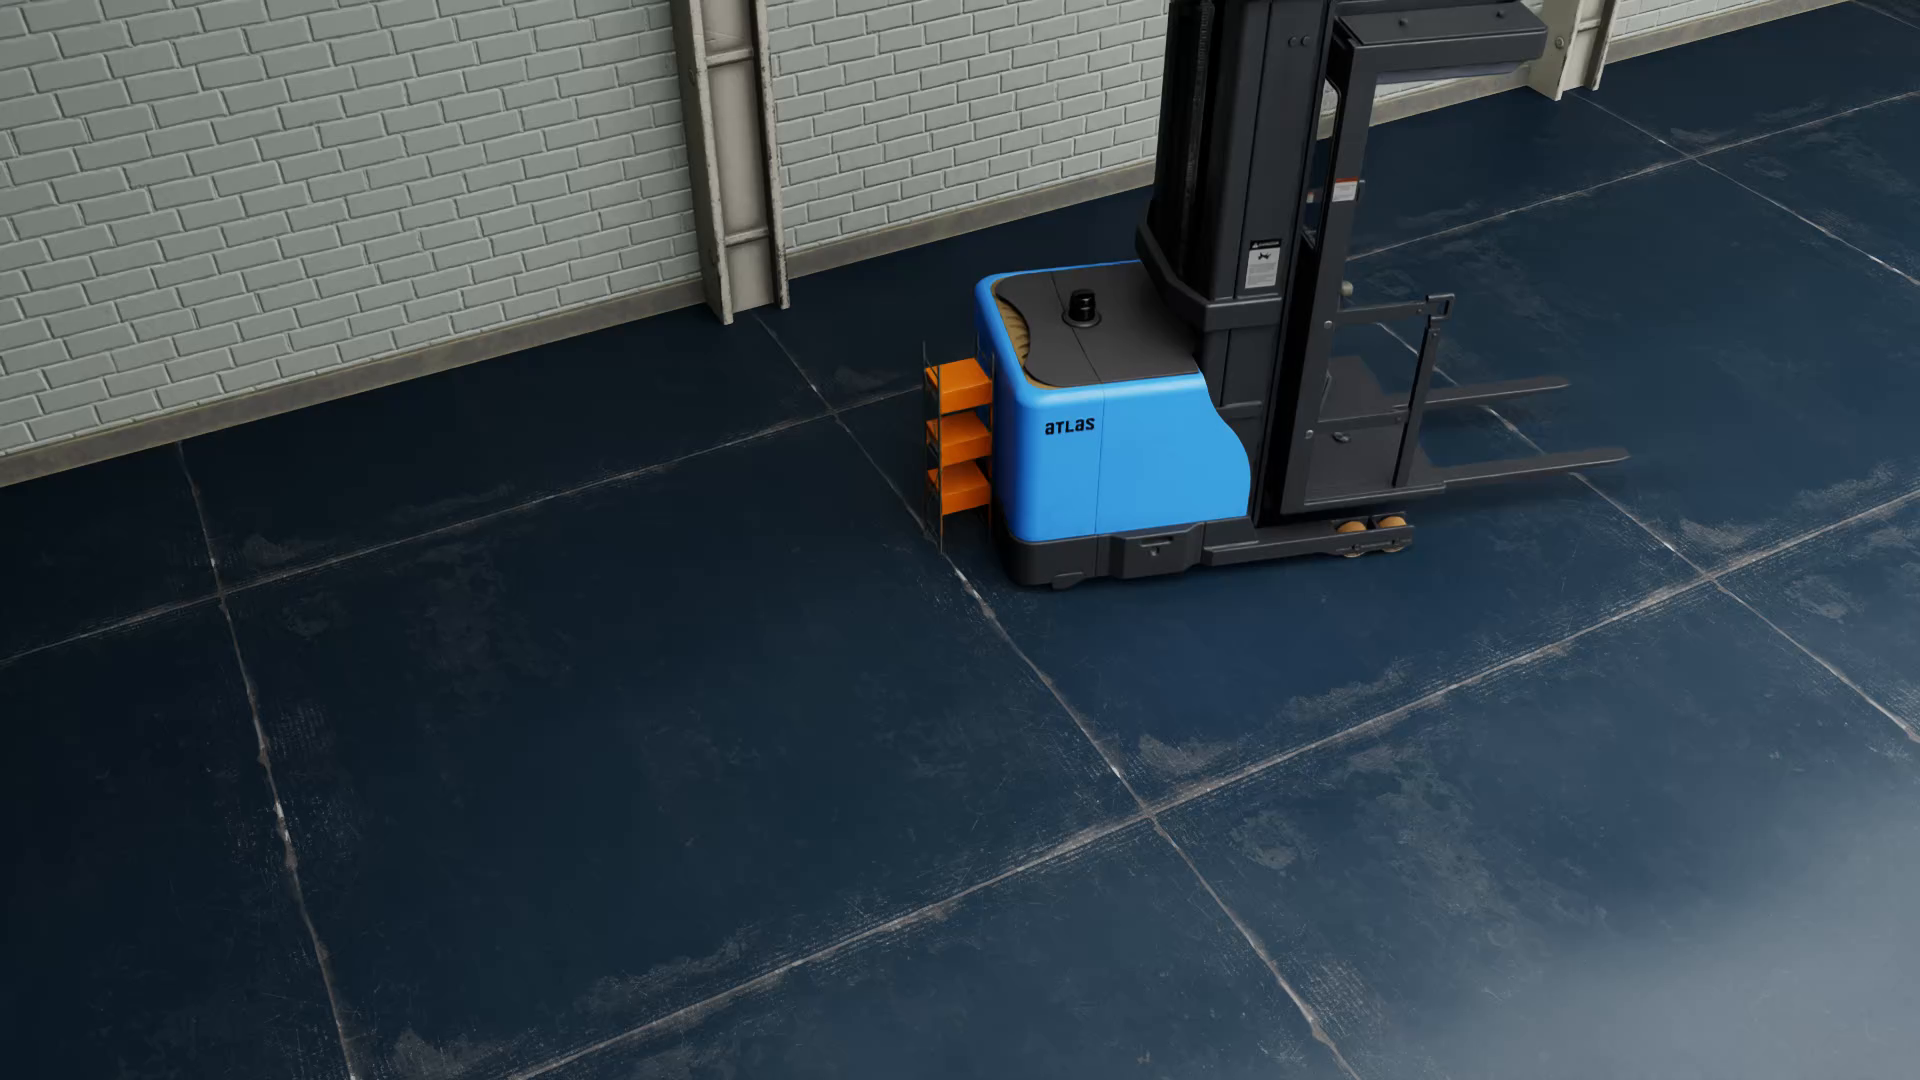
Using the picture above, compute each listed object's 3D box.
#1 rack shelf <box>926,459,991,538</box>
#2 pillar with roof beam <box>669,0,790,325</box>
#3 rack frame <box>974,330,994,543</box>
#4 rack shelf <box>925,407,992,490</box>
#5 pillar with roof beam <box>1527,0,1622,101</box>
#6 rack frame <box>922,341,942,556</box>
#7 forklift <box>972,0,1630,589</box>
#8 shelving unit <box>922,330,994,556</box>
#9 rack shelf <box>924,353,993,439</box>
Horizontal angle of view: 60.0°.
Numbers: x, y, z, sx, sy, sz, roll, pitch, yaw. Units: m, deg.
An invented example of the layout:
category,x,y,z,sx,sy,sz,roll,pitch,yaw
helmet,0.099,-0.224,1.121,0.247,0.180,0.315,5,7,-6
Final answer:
category,x,y,z,sx,sy,sz,roll,pitch,yaw
rack shelf,-0.009,-0.198,7.607,0.240,0.259,0.215,-14,42,-16
pillar with roof beam,0.796,-2.296,3.486,0.400,9.000,9.100,-19,44,-21
rack frame,0.105,-0.447,7.454,0.008,1.050,0.200,-14,42,-16
rack shelf,-0.009,-0.410,7.427,0.240,0.259,0.215,-14,42,-16
pillar with roof beam,6.118,-4.087,5.602,0.400,9.000,9.100,-19,44,-21
rack frame,-0.122,-0.389,7.386,0.008,1.050,0.200,-14,42,-16
forklift,1.619,-1.368,7.087,3.031,2.935,1.130,-7,41,-8
shelving unit,-0.009,-0.418,7.420,0.252,1.050,0.215,-14,42,-16
rack shelf,-0.009,-0.627,7.244,0.240,0.259,0.215,-14,42,-16
